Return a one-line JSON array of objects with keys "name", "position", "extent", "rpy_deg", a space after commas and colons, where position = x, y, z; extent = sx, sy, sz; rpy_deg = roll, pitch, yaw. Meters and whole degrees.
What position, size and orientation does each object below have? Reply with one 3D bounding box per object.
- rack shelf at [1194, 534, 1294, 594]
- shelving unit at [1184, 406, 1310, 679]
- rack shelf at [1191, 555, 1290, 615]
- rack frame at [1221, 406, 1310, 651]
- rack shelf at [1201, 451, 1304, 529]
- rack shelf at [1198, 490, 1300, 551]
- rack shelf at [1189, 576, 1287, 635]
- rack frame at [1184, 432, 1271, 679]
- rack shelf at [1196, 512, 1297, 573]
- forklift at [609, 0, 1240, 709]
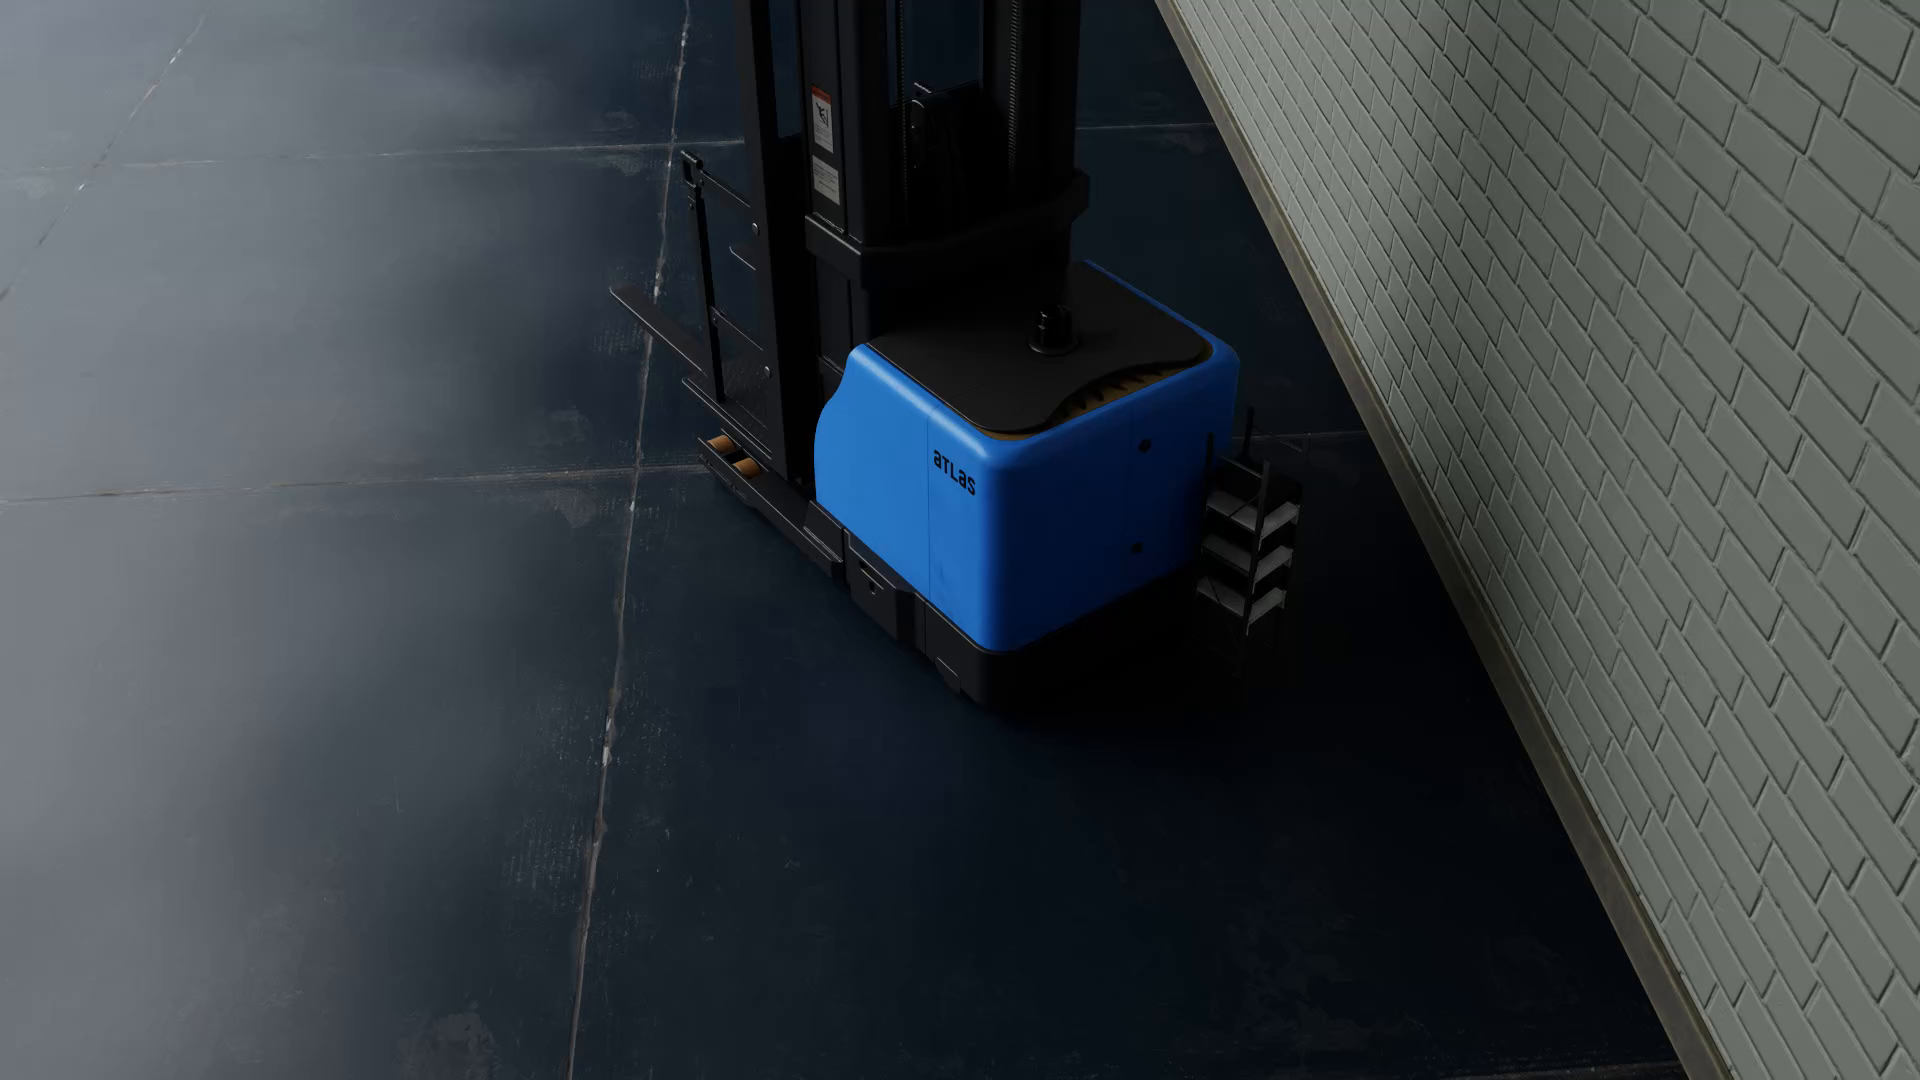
[{"name": "rack shelf", "position": [0.939, 0.049, 5.516], "extent": [0.200, 0.077, 0.258], "rpy_deg": [-31, 48, -33]}, {"name": "shelving unit", "position": [0.939, 0.022, 5.495], "extent": [0.210, 0.900, 0.258], "rpy_deg": [-31, 48, -33]}, {"name": "rack shelf", "position": [0.939, 0.119, 5.571], "extent": [0.200, 0.077, 0.258], "rpy_deg": [-31, 48, -33]}, {"name": "rack frame", "position": [1.012, -0.022, 5.551], "extent": [0.006, 0.900, 0.240], "rpy_deg": [-31, 48, -33]}, {"name": "rack shelf", "position": [0.939, -0.163, 5.348], "extent": [0.200, 0.077, 0.258], "rpy_deg": [-31, 48, -33]}, {"name": "rack shelf", "position": [0.939, -0.093, 5.404], "extent": [0.200, 0.077, 0.258], "rpy_deg": [-31, 48, -33]}, {"name": "rack shelf", "position": [0.939, 0.190, 5.627], "extent": [0.200, 0.077, 0.258], "rpy_deg": [-31, 48, -33]}, {"name": "rack frame", "position": [0.866, 0.067, 5.439], "extent": [0.006, 0.900, 0.240], "rpy_deg": [-31, 48, -33]}, {"name": "rack shelf", "position": [0.939, -0.022, 5.460], "extent": [0.200, 0.077, 0.258], "rpy_deg": [-31, 48, -33]}, {"name": "forklift", "position": [-0.371, -1.460, 5.735], "extent": [1.130, 2.935, 3.031], "rpy_deg": [-25, 45, -28]}]
